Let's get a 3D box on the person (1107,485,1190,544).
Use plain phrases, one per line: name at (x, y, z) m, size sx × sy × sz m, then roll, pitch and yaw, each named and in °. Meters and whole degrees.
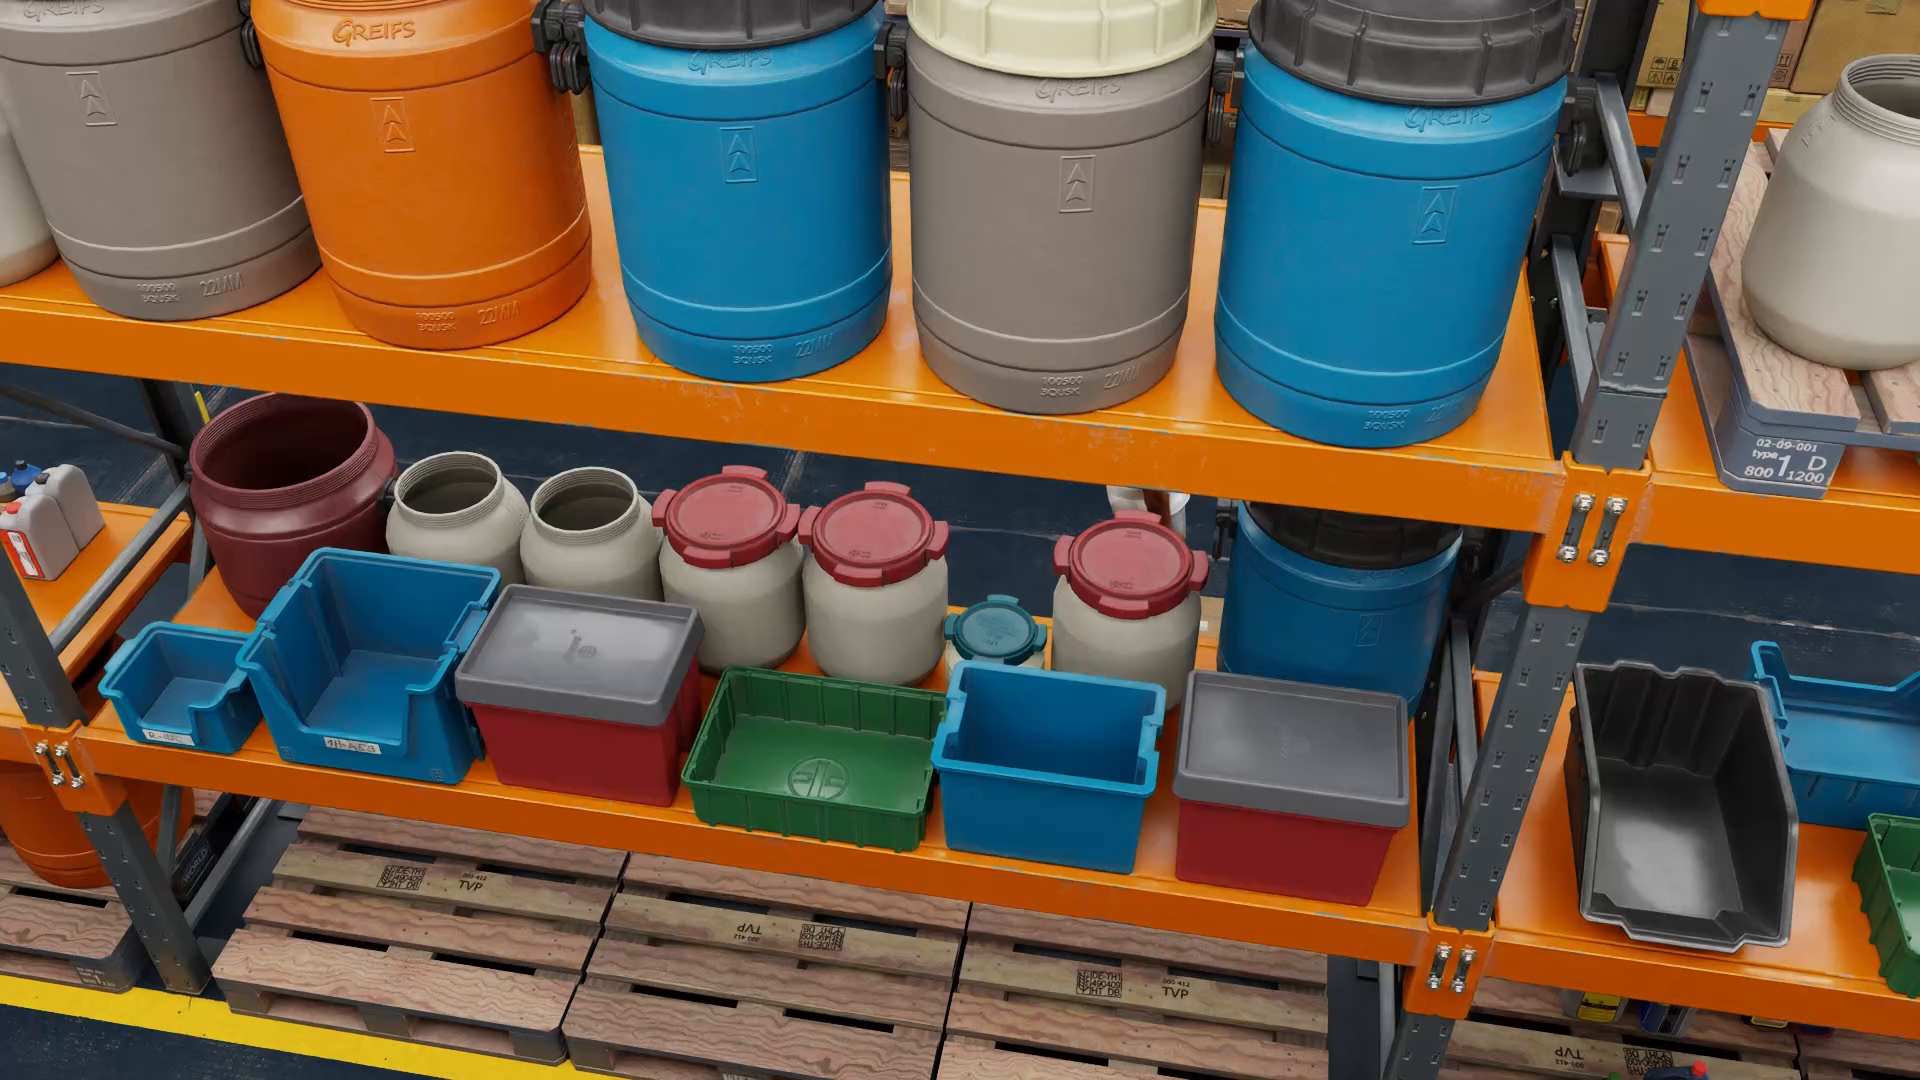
person at (0.785, -0.192, 6.370) m, size 0.461 × 1.759 × 0.633 m, roll 4°, pitch 40°, yaw 5°
